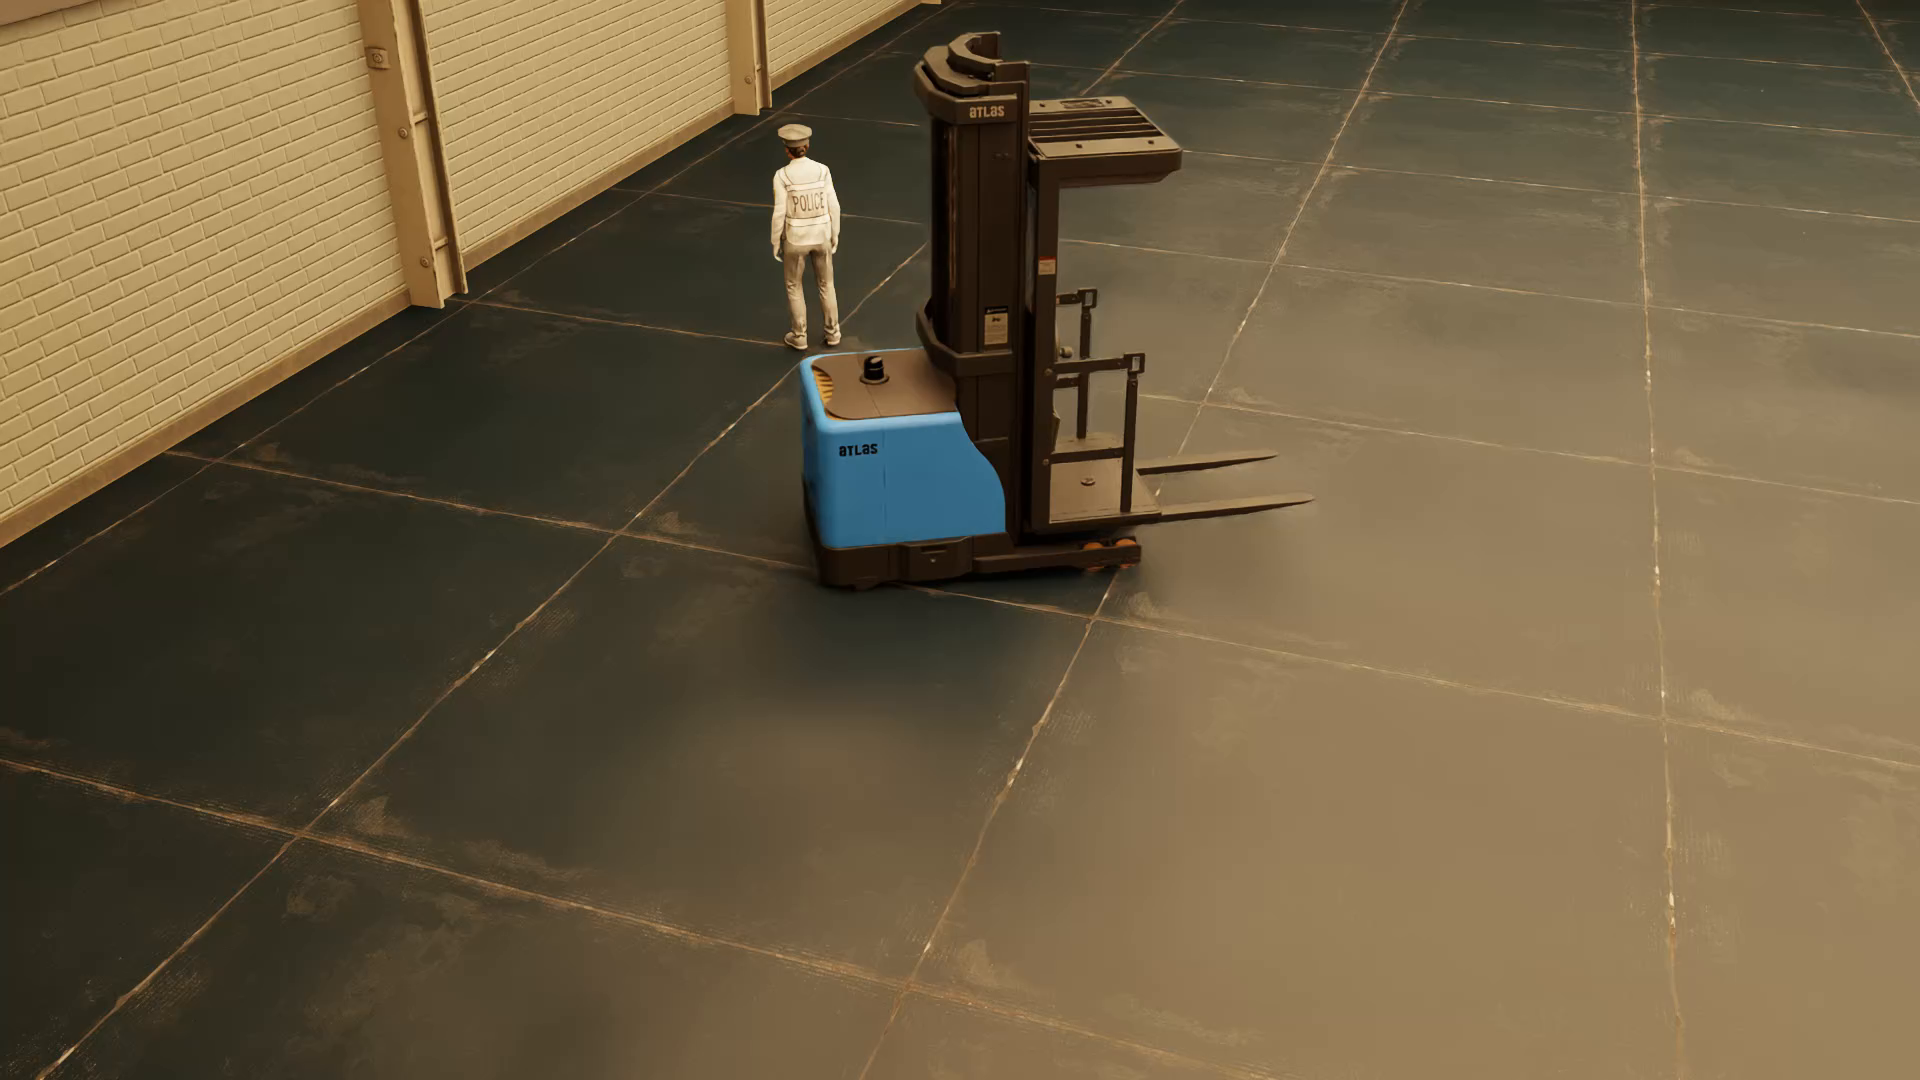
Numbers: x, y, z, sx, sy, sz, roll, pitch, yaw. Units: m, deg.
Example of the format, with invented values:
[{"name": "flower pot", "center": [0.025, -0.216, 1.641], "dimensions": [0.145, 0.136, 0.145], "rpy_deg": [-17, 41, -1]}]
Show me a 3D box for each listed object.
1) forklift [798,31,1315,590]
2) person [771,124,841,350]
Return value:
[{"name": "forklift", "center": [0.603, -1.341, 9.489], "dimensions": [3.031, 2.935, 1.130], "rpy_deg": [-6, 30, -10]}, {"name": "person", "center": [-1.142, -2.218, 12.312], "dimensions": [0.534, 1.661, 0.374], "rpy_deg": [-11, 32, -19]}]
